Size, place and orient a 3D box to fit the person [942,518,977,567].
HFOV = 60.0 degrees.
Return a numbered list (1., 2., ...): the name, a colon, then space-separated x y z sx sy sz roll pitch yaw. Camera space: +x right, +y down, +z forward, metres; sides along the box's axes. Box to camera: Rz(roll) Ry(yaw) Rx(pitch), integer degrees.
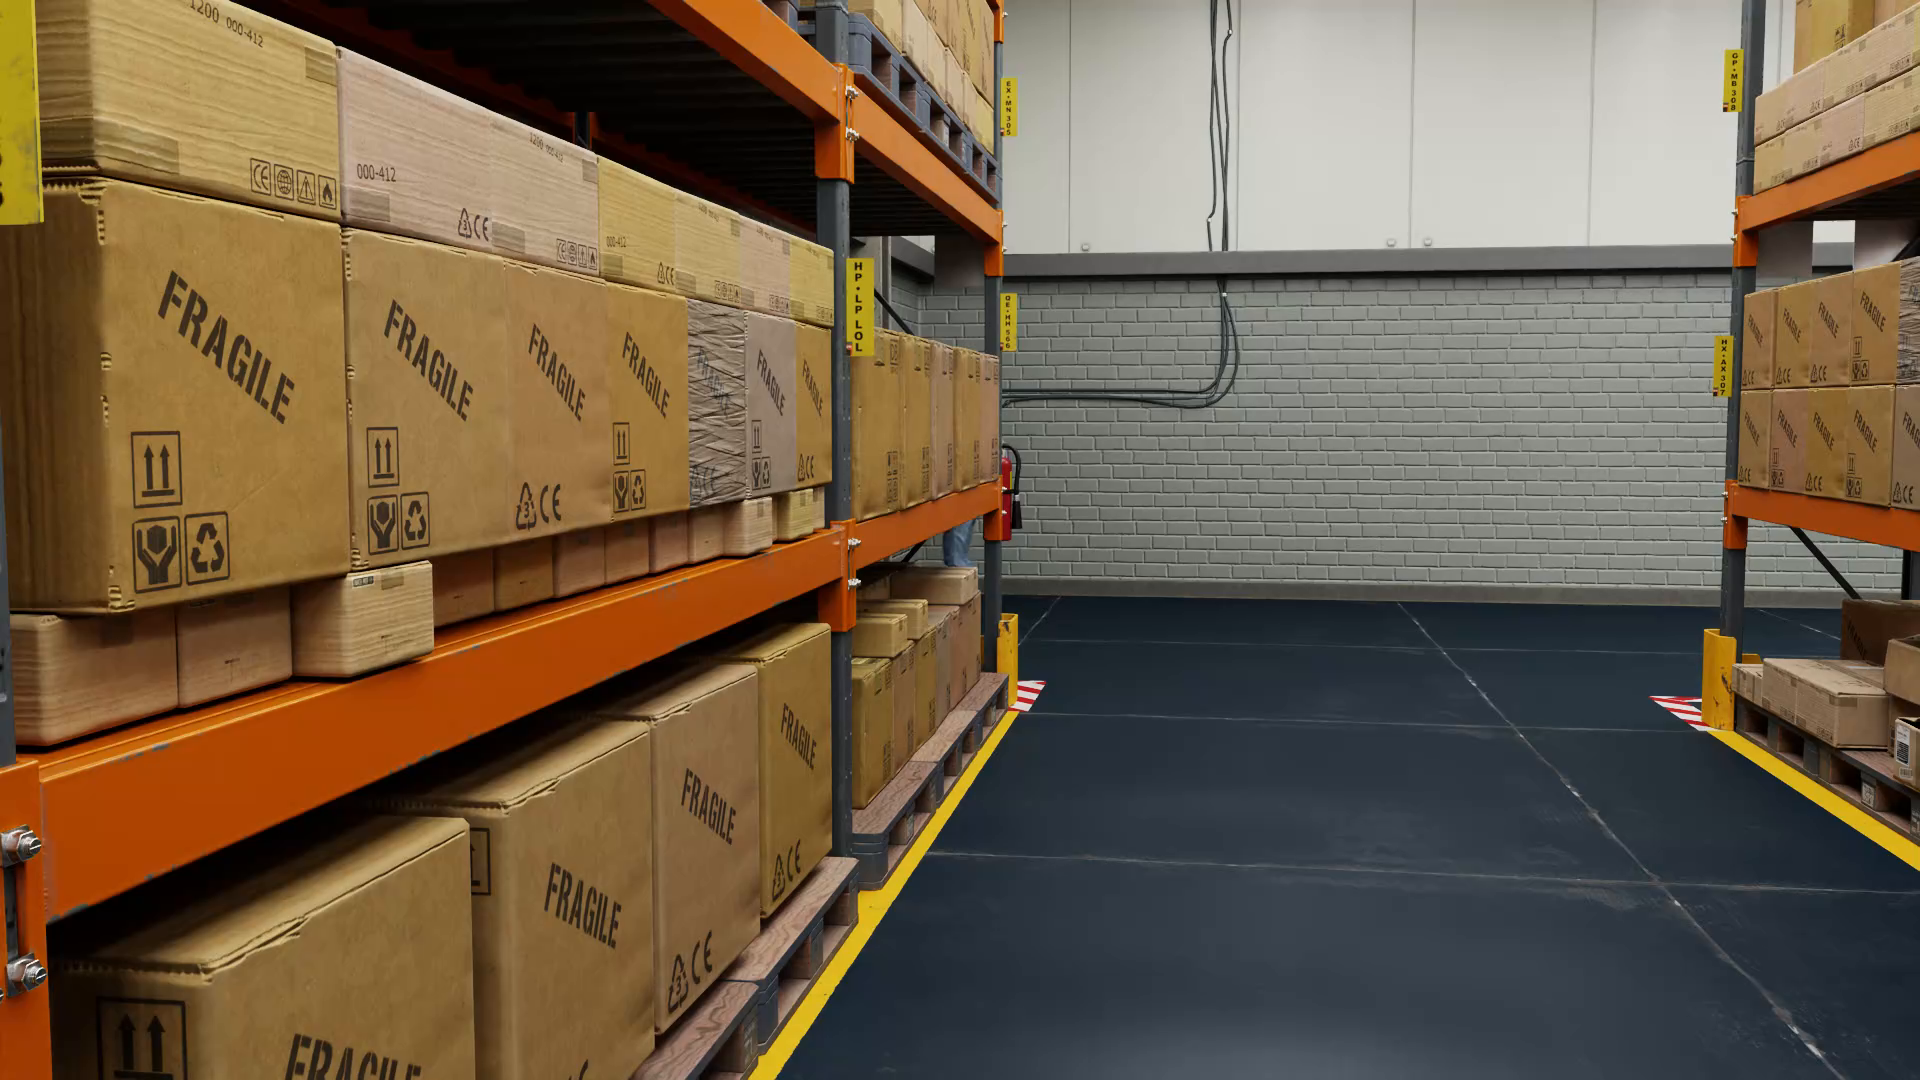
1. person: -0.005 -0.235 13.567 0.374 1.757 0.570 1 5 10
